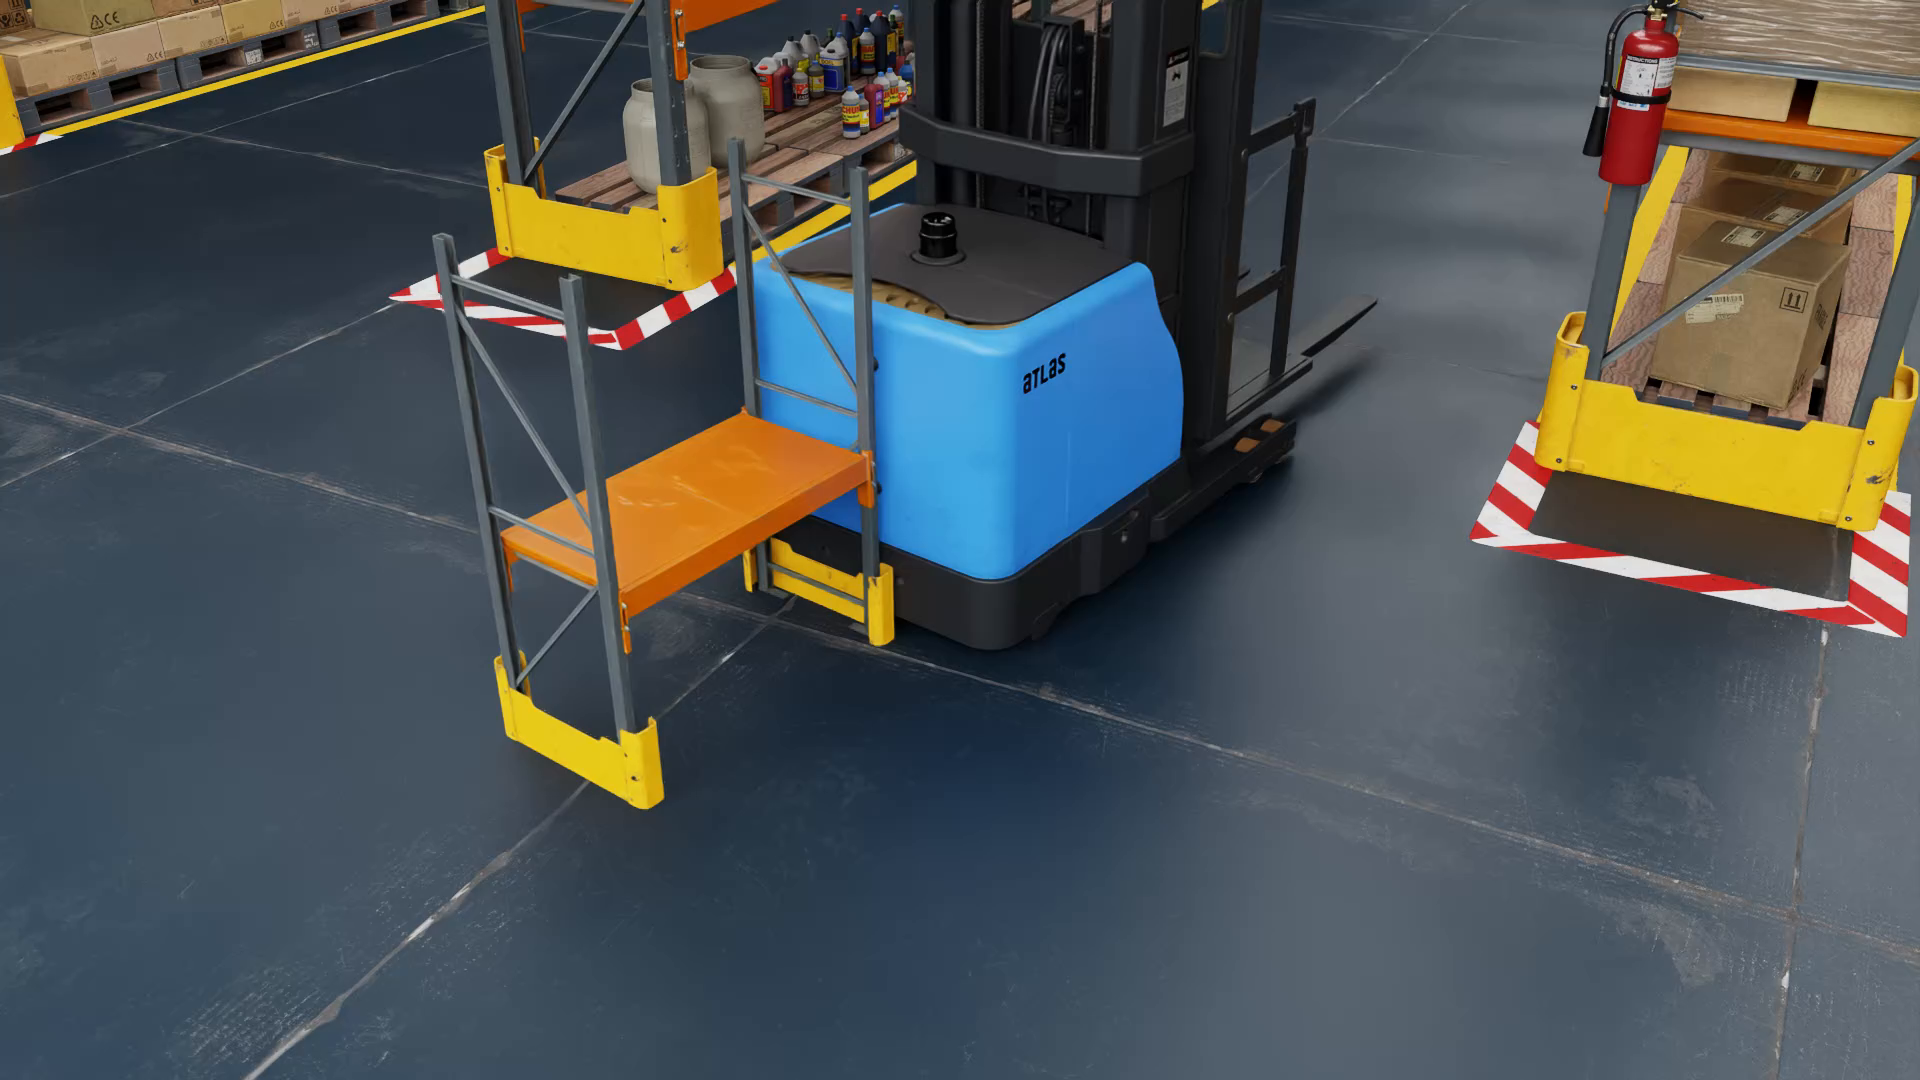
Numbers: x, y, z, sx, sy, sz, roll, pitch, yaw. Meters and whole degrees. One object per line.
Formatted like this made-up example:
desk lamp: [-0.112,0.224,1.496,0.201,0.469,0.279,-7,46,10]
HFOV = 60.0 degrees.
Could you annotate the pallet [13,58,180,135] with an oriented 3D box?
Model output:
pallet: [-5.800,-2.882,10.556,1.003,0.211,1.213,14,33,23]

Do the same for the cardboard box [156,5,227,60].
cardboard box: [-5.216,-3.364,10.935,0.500,0.250,0.500,14,33,23]

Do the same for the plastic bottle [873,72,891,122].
plastic bottle: [-0.444,-2.510,9.406,0.097,0.271,0.097,0,30,0]

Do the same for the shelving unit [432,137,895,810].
shelving unit: [-0.756,-0.221,4.628,0.587,1.500,1.083,21,36,31]

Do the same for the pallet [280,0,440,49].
pallet: [-4.688,-3.964,12.440,1.003,0.211,1.213,14,33,23]

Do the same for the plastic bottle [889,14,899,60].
plastic bottle: [-0.444,-3.188,10.575,0.061,0.283,0.133,14,33,23]

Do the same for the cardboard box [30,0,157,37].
cardboard box: [-5.442,-3.467,10.361,0.500,0.500,0.500,14,33,23]

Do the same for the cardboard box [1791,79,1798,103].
cardboard box: [2.767,-1.669,5.896,0.380,0.149,0.250,14,33,23]

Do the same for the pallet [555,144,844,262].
pallet: [-1.335,-1.811,8.692,1.003,0.211,1.213,14,33,23]

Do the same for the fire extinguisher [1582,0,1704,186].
fire extinguisher: [2.244,-1.514,5.452,0.296,0.674,0.183,14,33,23]

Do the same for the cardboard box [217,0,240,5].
cardboard box: [-4.983,-3.909,11.132,0.500,0.500,0.500,14,33,23]

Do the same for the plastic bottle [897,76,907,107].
plastic bottle: [-0.353,-2.568,9.578,0.097,0.201,0.097,0,30,0]

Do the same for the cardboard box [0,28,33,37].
cardboard box: [-6.130,-3.037,10.366,0.500,0.250,0.500,14,33,23]

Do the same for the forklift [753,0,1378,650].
forklift: [0.607,-1.612,5.615,1.130,2.935,3.031,21,36,31]

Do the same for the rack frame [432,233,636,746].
rack frame: [-1.067,-0.015,4.270,0.500,1.500,0.032,21,36,31]

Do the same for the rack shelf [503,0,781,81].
rack shelf: [-0.792,-3.192,9.019,1.077,0.370,4.000,14,33,23]

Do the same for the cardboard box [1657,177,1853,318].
cardboard box: [3.247,-1.138,6.807,0.500,0.500,0.500,24,38,36]

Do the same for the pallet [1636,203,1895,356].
pallet: [3.699,-1.209,7.643,1.003,0.211,1.213,14,33,23]

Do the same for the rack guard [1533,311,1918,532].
rack guard: [2.741,-0.443,6.020,1.175,0.500,0.348,14,33,23]

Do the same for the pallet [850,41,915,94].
pallet: [-0.224,-2.893,10.576,1.003,0.211,1.213,14,33,23]

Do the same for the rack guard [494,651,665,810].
rack guard: [-1.056,0.519,4.595,0.587,0.250,0.087,21,36,31]

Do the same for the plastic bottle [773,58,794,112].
plastic bottle: [-1.022,-2.625,9.595,0.061,0.283,0.133,14,33,23]

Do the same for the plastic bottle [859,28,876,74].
plastic bottle: [-0.577,-3.043,10.334,0.097,0.271,0.097,0,30,0]

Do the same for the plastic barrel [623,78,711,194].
plastic barrel: [-1.471,-2.030,8.349,0.421,0.512,0.421,0,30,0]

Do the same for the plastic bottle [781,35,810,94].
plastic bottle: [-0.982,-2.814,9.857,0.144,0.351,0.185,16,33,25]

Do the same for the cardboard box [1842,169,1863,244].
cardboard box: [3.843,-1.648,7.696,0.500,0.500,0.500,11,32,19]

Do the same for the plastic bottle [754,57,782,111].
plastic bottle: [-1.117,-2.646,9.639,0.152,0.276,0.135,15,33,24]

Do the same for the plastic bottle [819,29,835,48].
plastic bottle: [-0.816,-2.992,10.234,0.061,0.283,0.133,16,33,25]

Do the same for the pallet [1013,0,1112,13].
pallet: [0.997,-4.081,12.645,1.003,0.211,1.213,14,33,23]

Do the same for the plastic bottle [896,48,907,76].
plastic bottle: [-0.325,-2.777,9.860,0.061,0.283,0.133,14,33,23]

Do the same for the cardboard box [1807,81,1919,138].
cardboard box: [3.048,-1.457,5.527,0.380,0.149,0.250,14,33,23]

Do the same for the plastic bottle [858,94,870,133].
plastic bottle: [-0.553,-2.373,9.239,0.097,0.201,0.097,0,30,0]

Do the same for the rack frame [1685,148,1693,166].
rack frame: [4.528,-3.267,8.427,1.000,3.000,0.127,14,33,23]

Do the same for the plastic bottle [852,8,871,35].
plastic bottle: [-0.618,-3.169,10.474,0.144,0.351,0.185,15,33,25]

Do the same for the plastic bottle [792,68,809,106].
plastic bottle: [-0.935,-2.655,9.730,0.097,0.201,0.097,0,30,0]

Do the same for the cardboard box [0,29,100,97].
cardboard box: [-5.669,-2.920,10.161,0.500,0.250,0.500,14,33,23]

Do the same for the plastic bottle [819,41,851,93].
plastic bottle: [-0.754,-2.842,9.980,0.152,0.276,0.135,14,33,23]

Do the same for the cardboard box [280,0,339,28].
cardboard box: [-4.757,-3.806,11.705,0.500,0.250,0.500,14,33,23]

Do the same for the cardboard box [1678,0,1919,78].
cardboard box: [2.981,-1.904,5.654,0.875,0.500,0.500,14,33,23]

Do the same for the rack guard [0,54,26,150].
rack guard: [-6.122,-2.648,9.859,1.175,0.500,0.348,14,33,23]

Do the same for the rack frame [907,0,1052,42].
rack frame: [0.119,-4.390,10.383,1.000,3.000,0.127,14,33,23]
